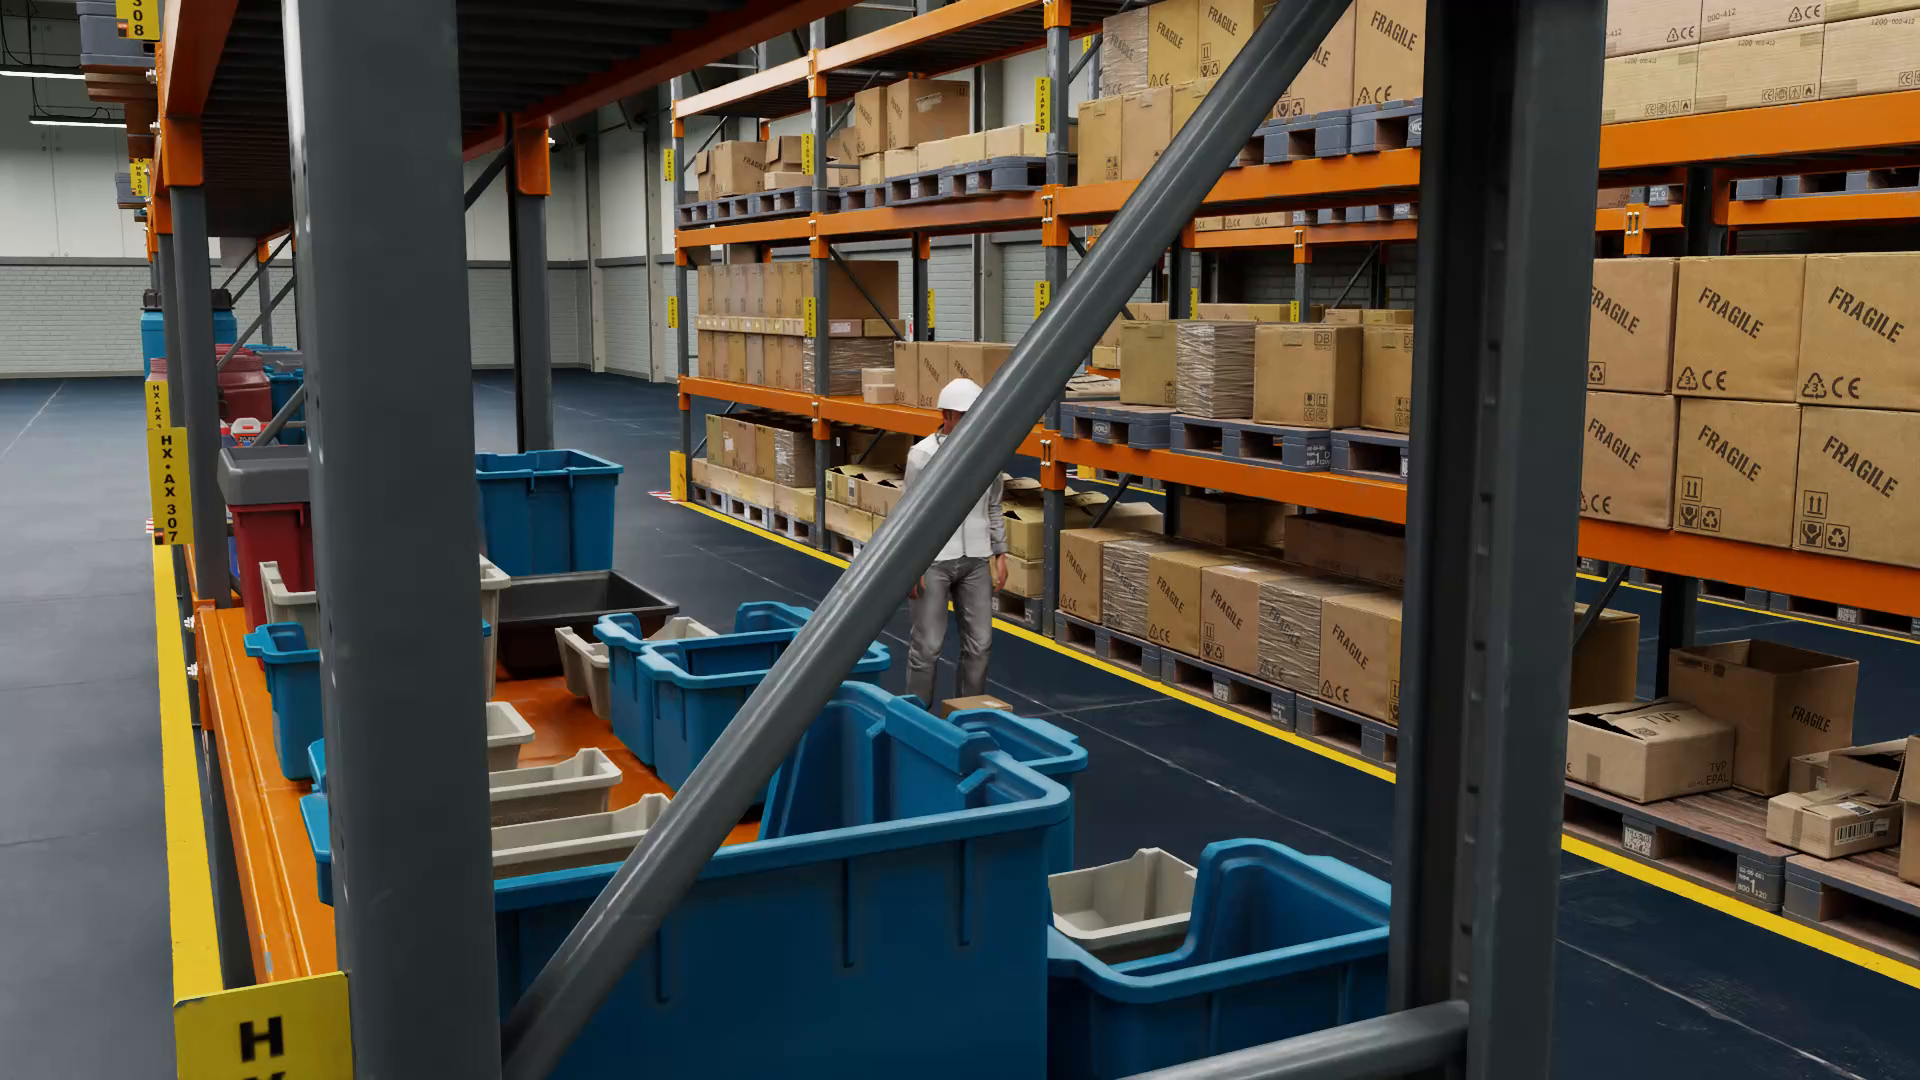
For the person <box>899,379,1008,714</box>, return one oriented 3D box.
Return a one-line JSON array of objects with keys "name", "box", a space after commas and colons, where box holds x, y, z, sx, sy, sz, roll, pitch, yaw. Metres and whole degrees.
[{"name": "person", "box": [-0.034, 0.109, 8.011, 0.589, 1.772, 0.464, -4, 10, -27]}]
